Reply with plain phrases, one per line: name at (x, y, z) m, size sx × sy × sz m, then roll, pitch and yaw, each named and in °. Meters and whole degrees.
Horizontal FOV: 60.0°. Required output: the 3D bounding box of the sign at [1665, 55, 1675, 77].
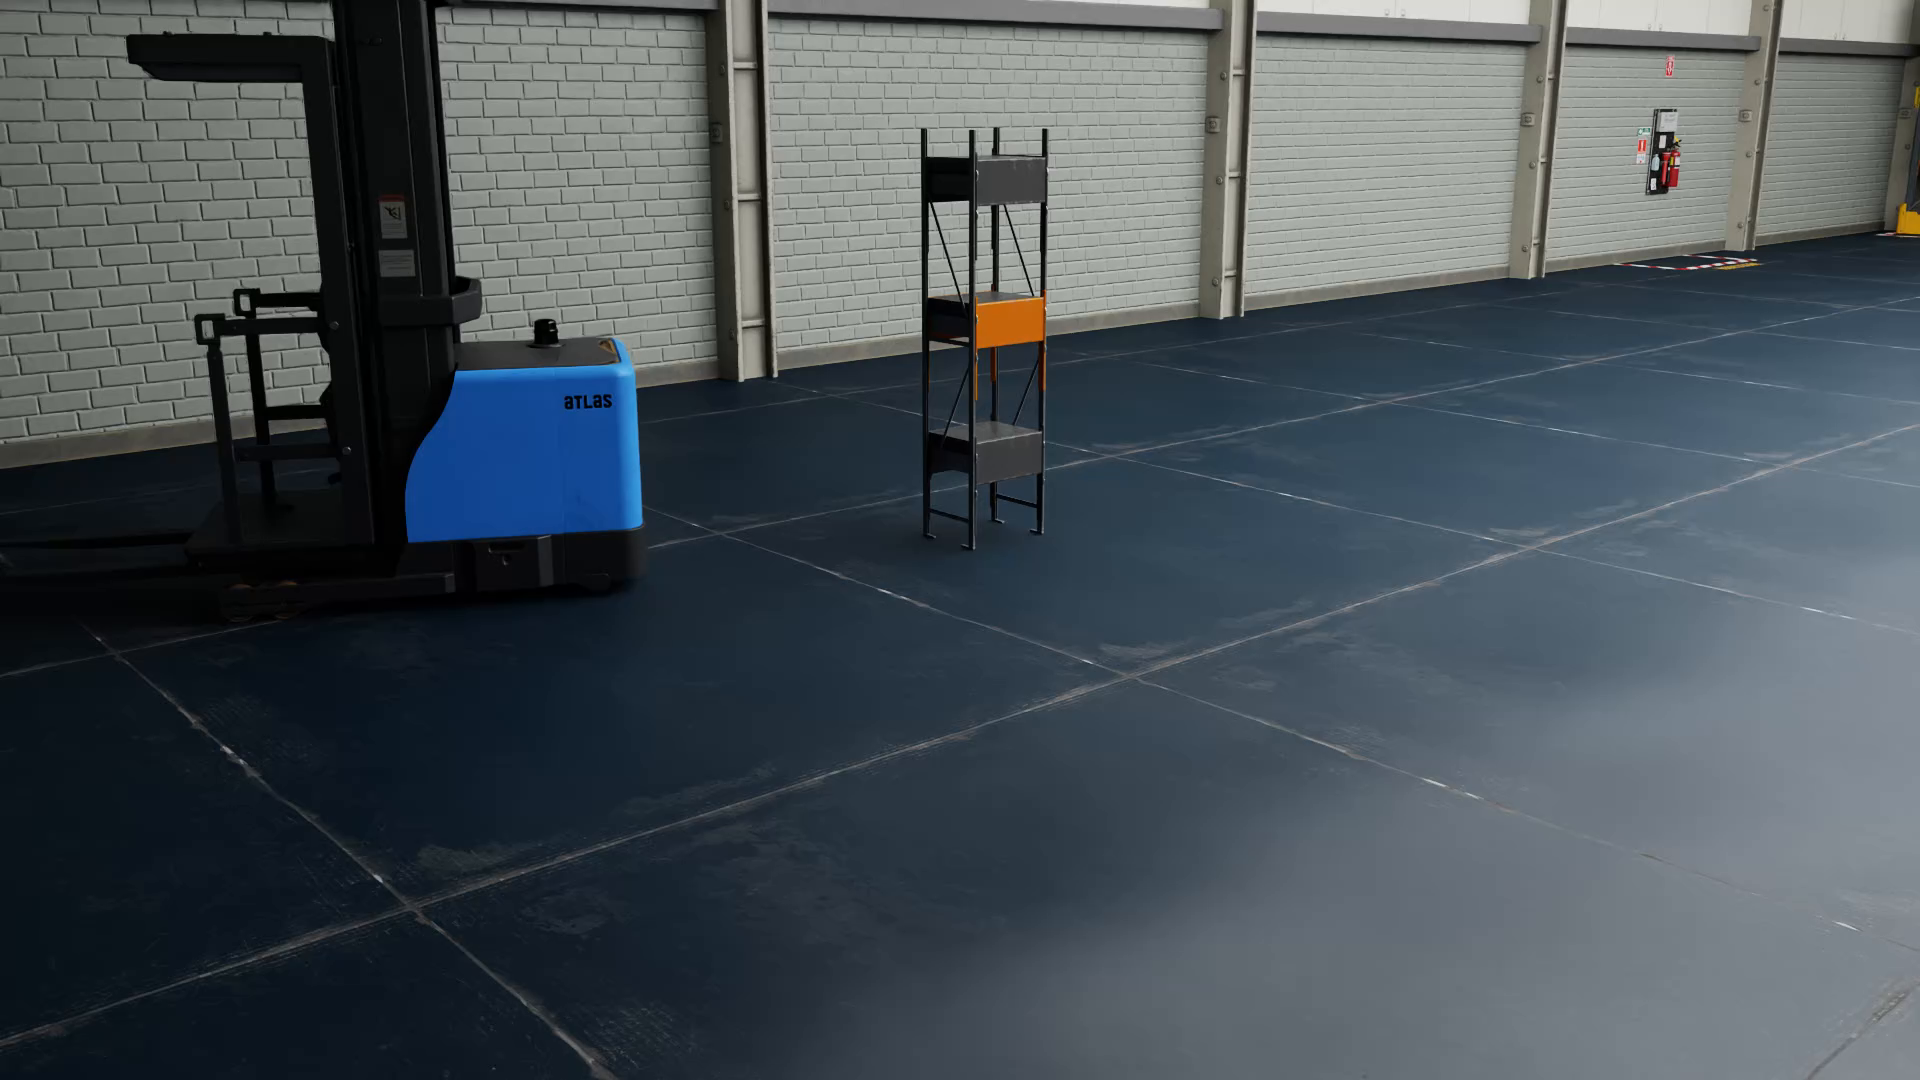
sign at (9.857, -6.581, 23.084) m, size 0.199 × 0.298 × 0.001 m, roll -13°, pitch 19°, yaw -39°

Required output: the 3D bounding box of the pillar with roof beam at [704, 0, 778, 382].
pillar with roof beam at (1.065, -4.865, 9.527) m, size 0.400 × 9.000 × 9.100 m, roll -13°, pitch 19°, yaw -39°

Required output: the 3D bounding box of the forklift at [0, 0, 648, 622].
forklift at (-3.053, -1.202, 7.572) m, size 3.031 × 2.935 × 1.130 m, roll -4°, pitch 15°, yaw -14°

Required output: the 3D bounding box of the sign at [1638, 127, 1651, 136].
sign at (9.453, -5.642, 22.963) m, size 0.331 × 0.109 × 0.001 m, roll -13°, pitch 19°, yaw -39°

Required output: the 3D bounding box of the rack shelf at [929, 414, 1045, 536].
rack shelf at (0.125, -0.353, 8.768) m, size 0.480 × 0.518 × 0.431 m, roll -13°, pitch 19°, yaw -39°

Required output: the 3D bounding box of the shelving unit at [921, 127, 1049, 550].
shelving unit at (0.125, -1.042, 8.584) m, size 0.503 × 2.100 × 0.431 m, roll -13°, pitch 19°, yaw -39°

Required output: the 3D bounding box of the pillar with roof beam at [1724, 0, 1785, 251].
pillar with roof beam at (14.643, -7.915, 20.943) m, size 0.400 × 9.000 × 9.100 m, roll -13°, pitch 19°, yaw -39°

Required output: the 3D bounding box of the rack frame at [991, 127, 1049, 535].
rack frame at (0.309, -1.084, 8.739) m, size 0.015 × 2.100 × 0.400 m, roll -13°, pitch 19°, yaw -39°

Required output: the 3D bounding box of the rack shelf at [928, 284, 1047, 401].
rack shelf at (0.125, -1.029, 8.587) m, size 0.480 × 0.518 × 0.431 m, roll -13°, pitch 19°, yaw -39°

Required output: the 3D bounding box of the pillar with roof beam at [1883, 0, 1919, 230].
pillar with roof beam at (19.170, -8.931, 24.748) m, size 0.400 × 9.000 × 9.100 m, roll -13°, pitch 19°, yaw -39°

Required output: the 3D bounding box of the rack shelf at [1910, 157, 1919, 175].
rack shelf at (17.892, -6.575, 28.947) m, size 4.000 × 0.370 × 1.077 m, roll -13°, pitch 19°, yaw -39°

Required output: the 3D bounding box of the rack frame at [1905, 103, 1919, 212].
rack frame at (16.384, -6.584, 27.586) m, size 0.127 × 3.000 × 1.000 m, roll -13°, pitch 19°, yaw -39°

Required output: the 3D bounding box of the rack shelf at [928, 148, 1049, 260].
rack shelf at (0.125, -1.706, 8.407) m, size 0.480 × 0.518 × 0.431 m, roll -13°, pitch 19°, yaw -39°

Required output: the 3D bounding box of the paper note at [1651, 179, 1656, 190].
paper note at (9.749, -5.001, 23.367) m, size 0.142 × 0.148 × 0.016 m, roll -13°, pitch 19°, yaw -39°

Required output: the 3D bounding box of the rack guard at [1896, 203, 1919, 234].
rack guard at (16.441, -5.389, 27.956) m, size 0.348 × 0.500 × 1.175 m, roll -13°, pitch 19°, yaw -39°

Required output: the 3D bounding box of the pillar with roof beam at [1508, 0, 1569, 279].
pillar with roof beam at (10.117, -6.898, 17.138) m, size 0.400 × 9.000 × 9.100 m, roll -13°, pitch 19°, yaw -39°

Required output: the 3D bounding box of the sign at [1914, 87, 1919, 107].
sign at (16.034, -7.407, 27.813) m, size 0.005 × 0.325 × 0.100 m, roll -13°, pitch 19°, yaw -39°

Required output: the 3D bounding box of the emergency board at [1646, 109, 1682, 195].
emergency board at (9.928, -5.443, 23.315) m, size 0.643 × 1.169 × 0.194 m, roll -13°, pitch 19°, yaw -39°

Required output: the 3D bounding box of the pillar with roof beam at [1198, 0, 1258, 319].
pillar with roof beam at (5.591, -5.882, 13.333) m, size 0.400 × 9.000 × 9.100 m, roll -13°, pitch 19°, yaw -39°

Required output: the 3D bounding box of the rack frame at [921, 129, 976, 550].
rack frame at (-0.059, -1.001, 8.429) m, size 0.015 × 2.100 × 0.400 m, roll -13°, pitch 19°, yaw -39°

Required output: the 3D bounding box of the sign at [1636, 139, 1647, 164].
sign at (9.443, -5.387, 23.035) m, size 0.234 × 0.329 × 0.001 m, roll -13°, pitch 19°, yaw -39°
